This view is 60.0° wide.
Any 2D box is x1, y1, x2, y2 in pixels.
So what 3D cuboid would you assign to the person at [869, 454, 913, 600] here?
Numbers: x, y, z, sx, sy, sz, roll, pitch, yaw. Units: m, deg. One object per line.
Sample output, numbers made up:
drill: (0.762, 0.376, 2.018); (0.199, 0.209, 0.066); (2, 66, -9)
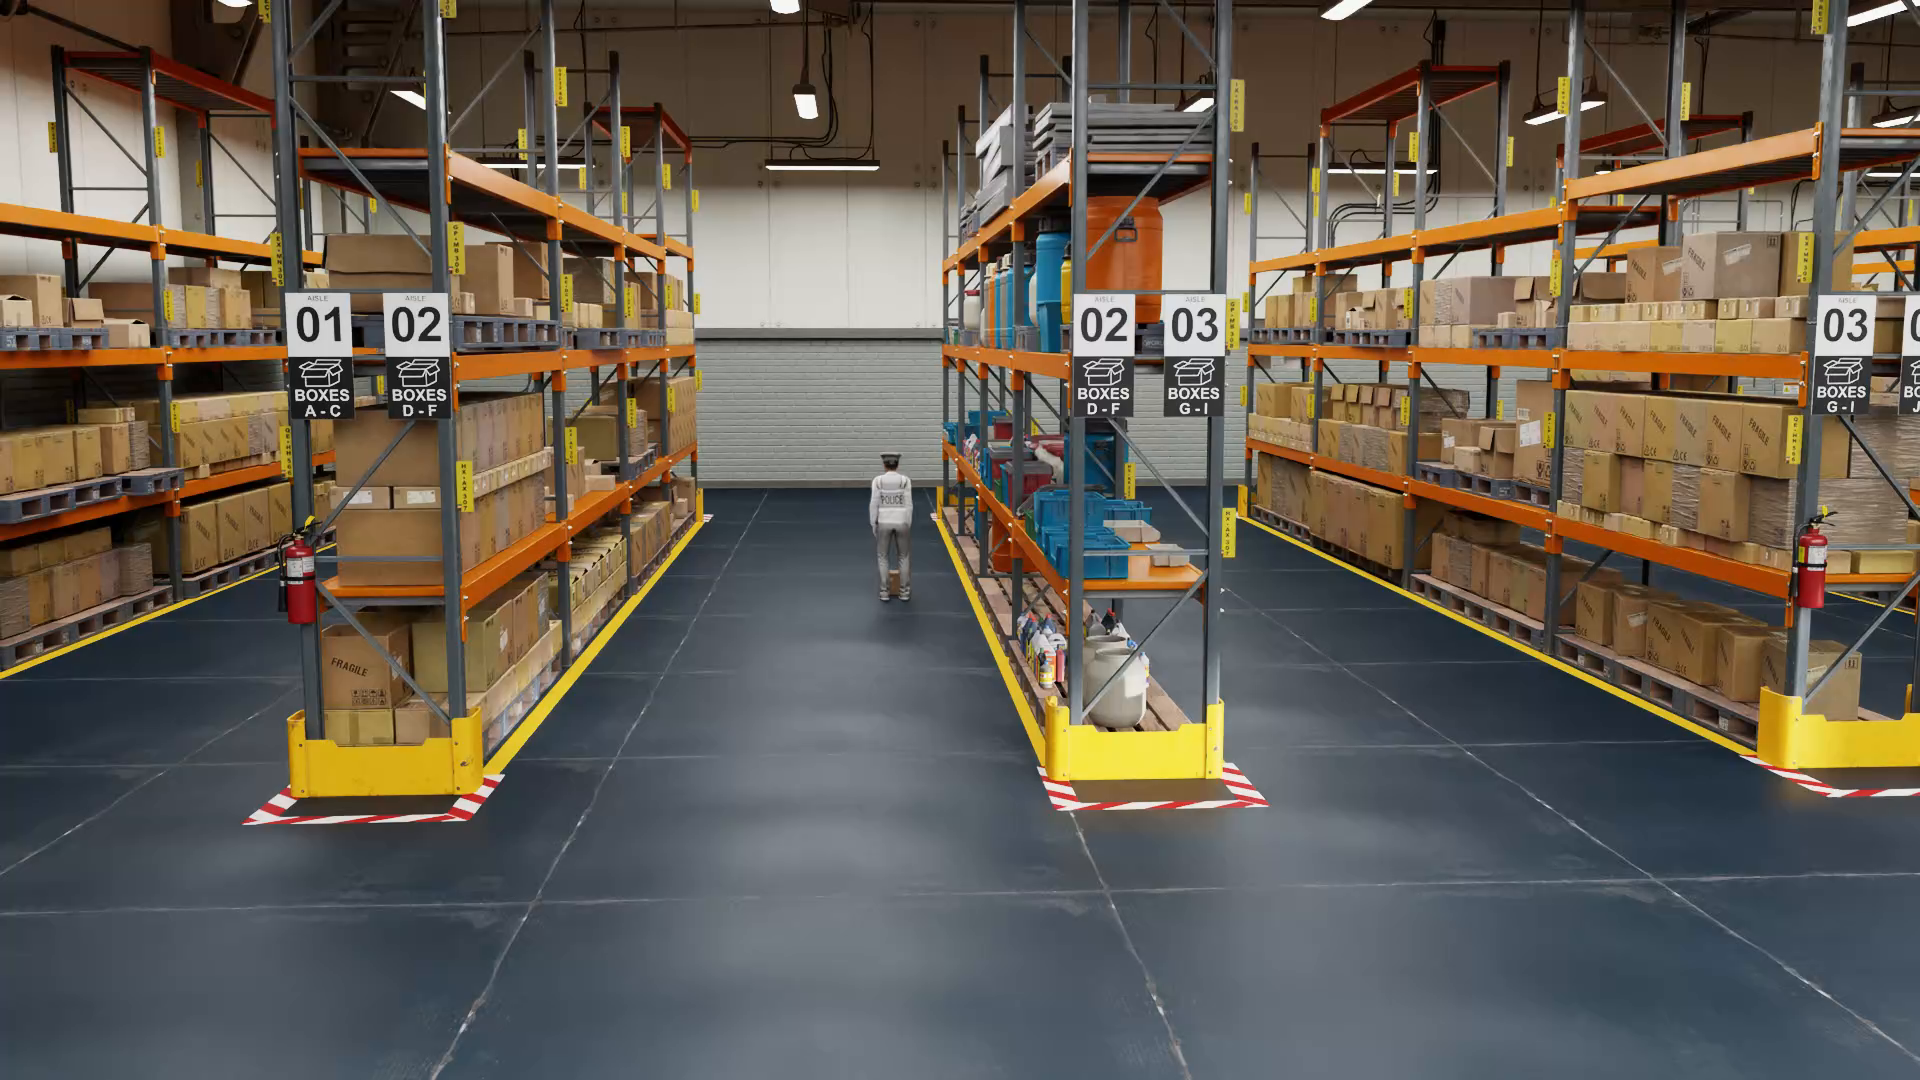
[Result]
person: (-0.769, -0.139, 18.551); (0.492, 1.641, 0.412); (0, 7, -2)
